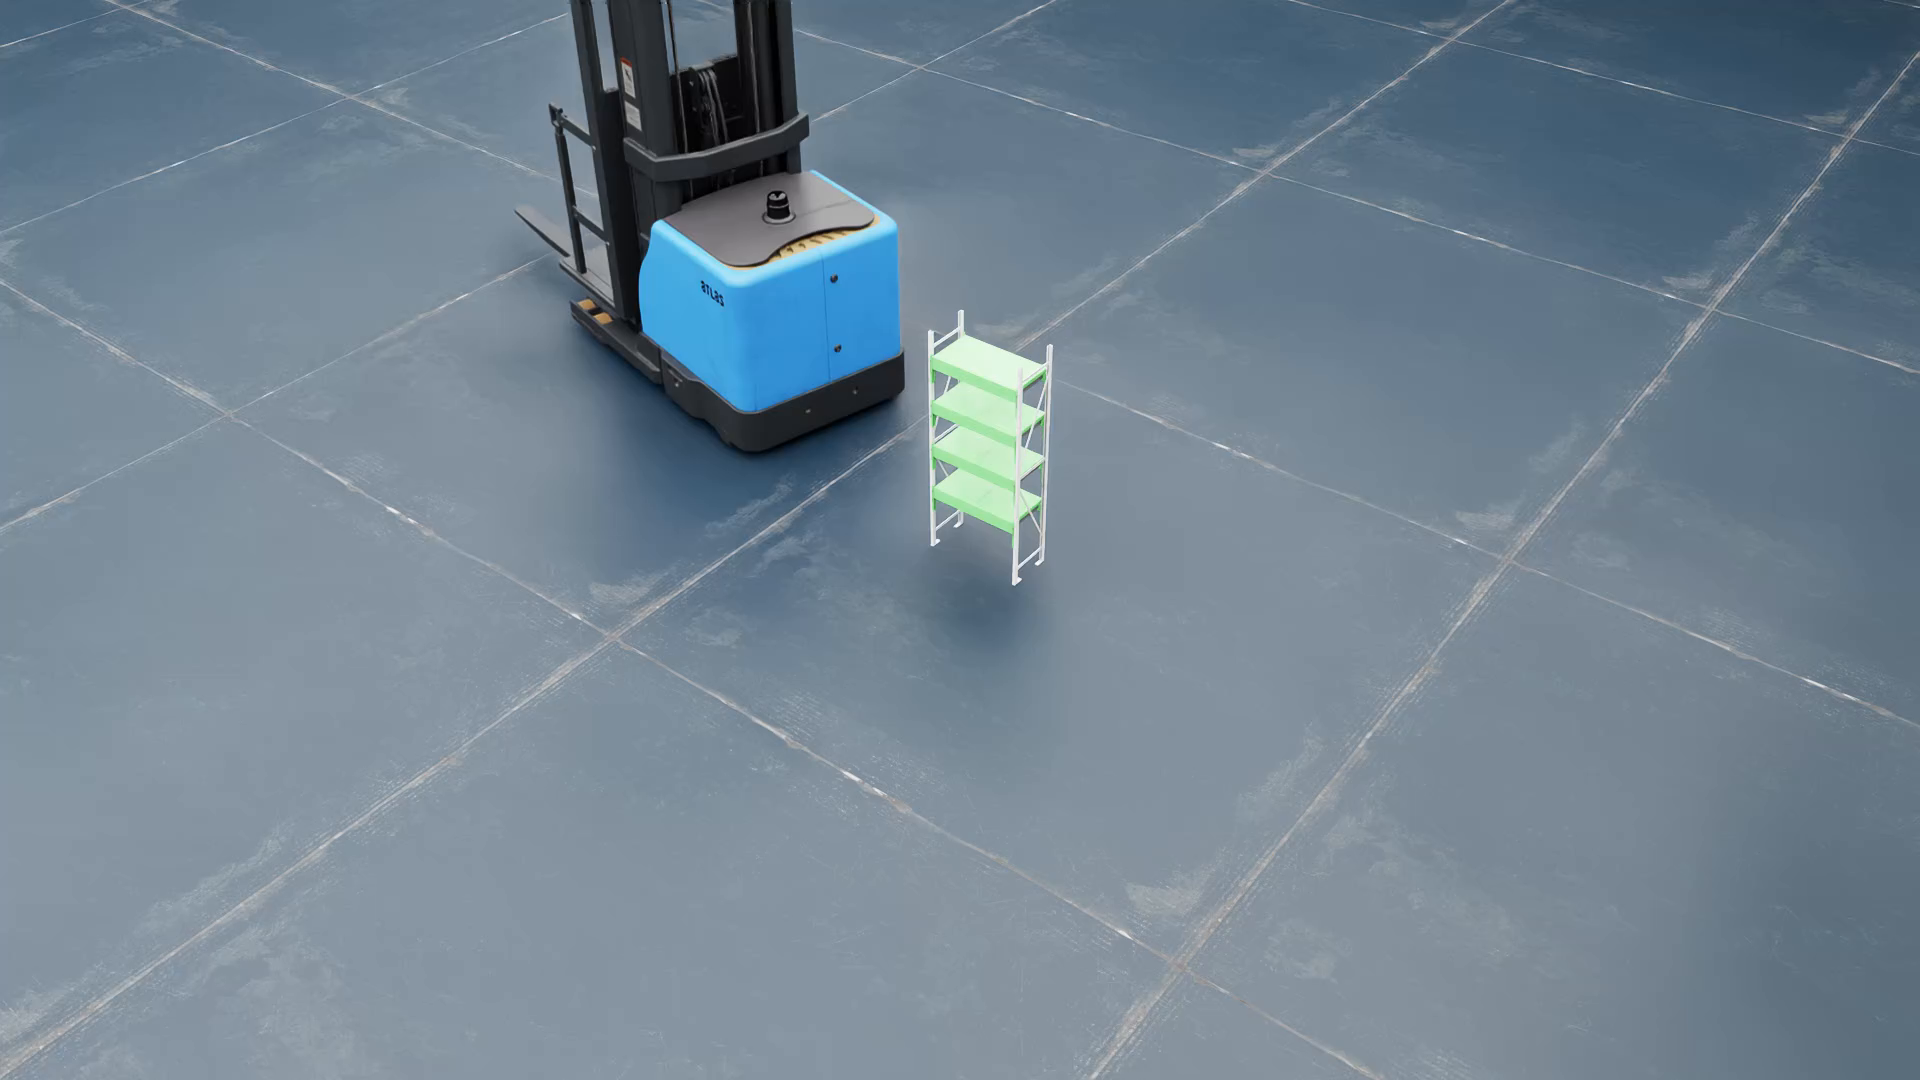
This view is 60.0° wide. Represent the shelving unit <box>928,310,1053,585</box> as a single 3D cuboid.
[{"bbox_3d":[0.131,-0.410,7.662,0.503,1.200,0.258,25,45,29],"label":"shelving unit"}]

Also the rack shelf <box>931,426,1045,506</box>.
[{"bbox_3d":[0.131,-0.360,7.701,0.480,0.148,0.258,25,45,29],"label":"rack shelf"}]

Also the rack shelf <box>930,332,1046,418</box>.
[{"bbox_3d":[0.131,-0.738,7.405,0.480,0.148,0.258,25,45,29],"label":"rack shelf"}]

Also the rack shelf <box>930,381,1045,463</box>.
[{"bbox_3d":[0.131,-0.549,7.553,0.480,0.148,0.258,25,45,29],"label":"rack shelf"}]

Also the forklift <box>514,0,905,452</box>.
[{"bbox_3d":[-1.603,-2.459,8.874,1.130,2.935,3.031,-26,45,-29],"label":"forklift"}]

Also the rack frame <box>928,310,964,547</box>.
[{"bbox_3d":[-0.062,-0.502,7.778,0.015,1.200,0.240,25,45,29],"label":"rack frame"}]

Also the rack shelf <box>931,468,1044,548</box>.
[{"bbox_3d":[0.131,-0.171,7.849,0.480,0.148,0.258,25,45,29],"label":"rack shelf"}]

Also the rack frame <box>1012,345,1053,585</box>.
[{"bbox_3d":[0.325,-0.319,7.545,0.015,1.200,0.240,25,45,29],"label":"rack frame"}]
